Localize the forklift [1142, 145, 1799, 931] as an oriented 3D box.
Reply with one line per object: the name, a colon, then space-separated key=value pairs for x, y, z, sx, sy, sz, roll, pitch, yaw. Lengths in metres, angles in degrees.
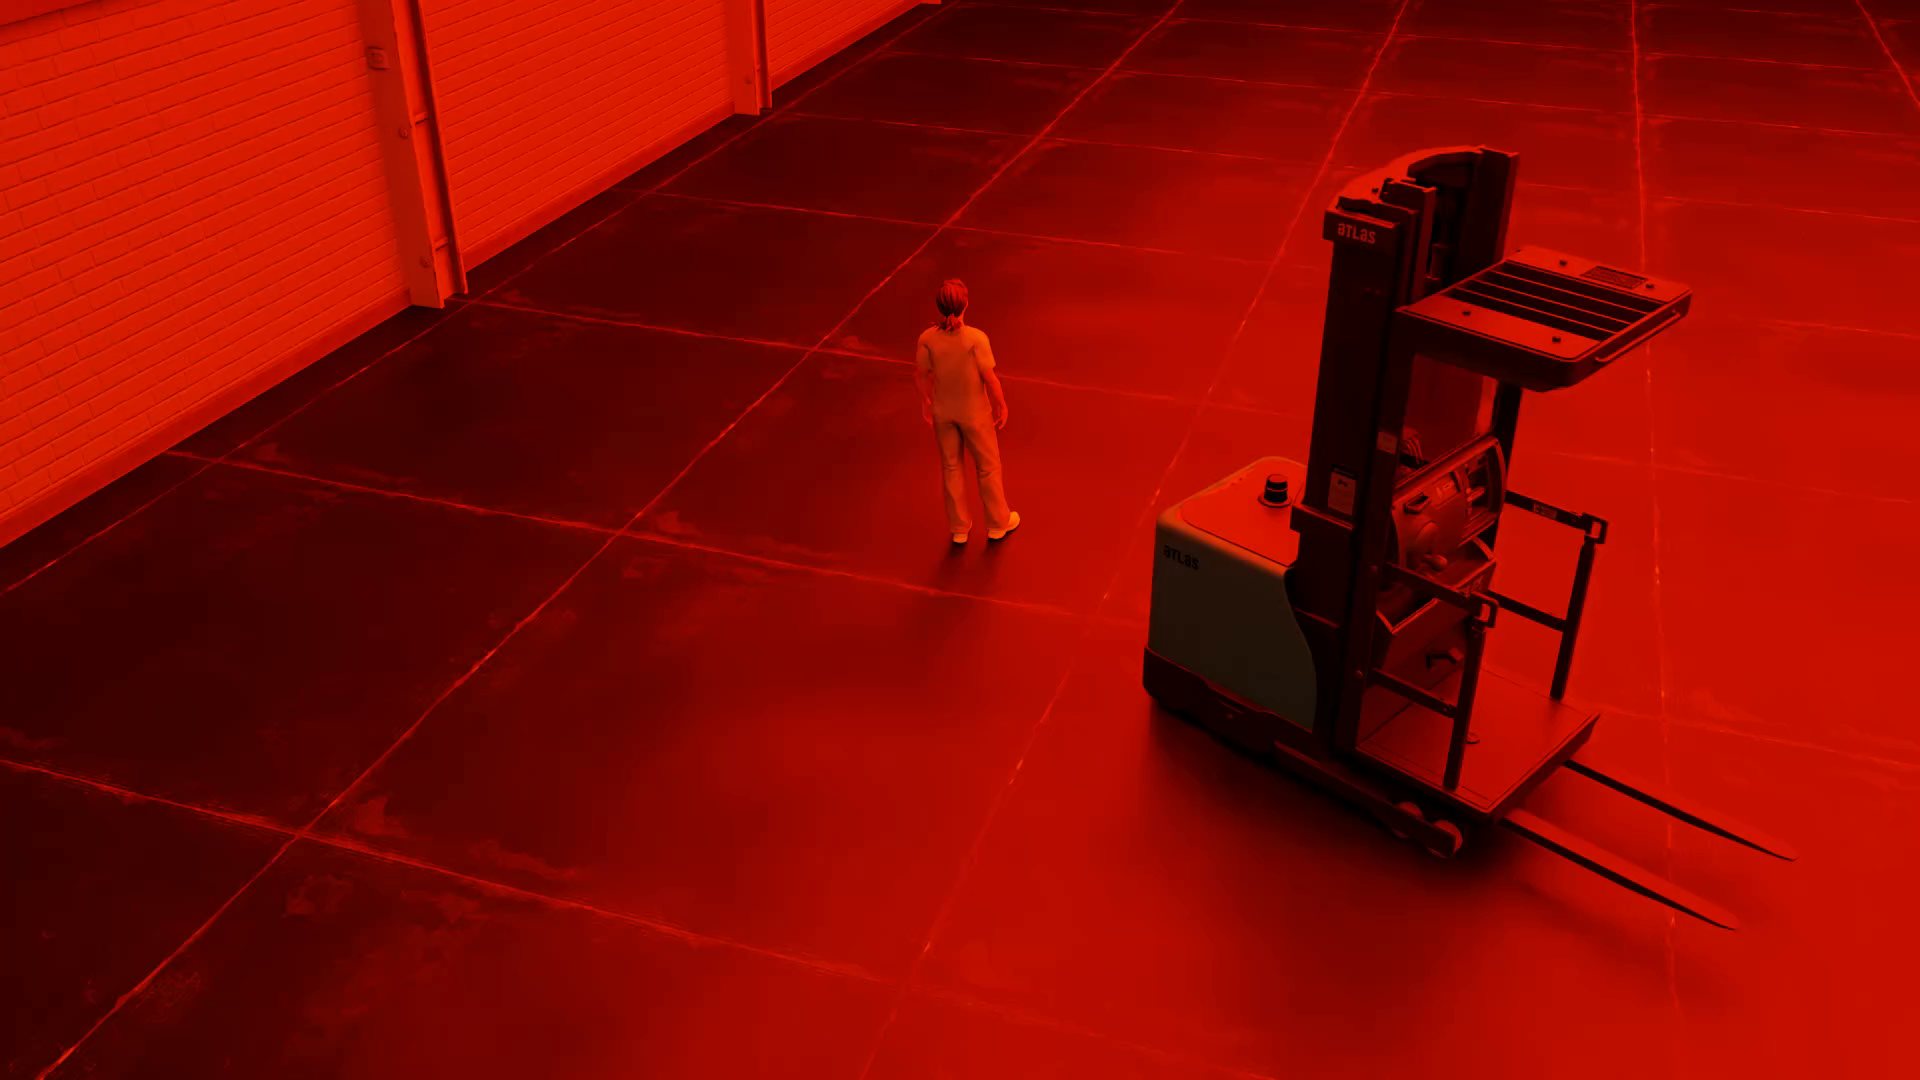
forklift: x=2.348 y=-0.121 z=7.349 sx=3.031 sy=2.935 sz=1.130 roll=26 pitch=39 yaw=38

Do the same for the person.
person: x=0.037 y=-0.767 z=9.735 sx=0.549 sy=1.673 sz=0.548 roll=10 pitch=31 yaw=16
